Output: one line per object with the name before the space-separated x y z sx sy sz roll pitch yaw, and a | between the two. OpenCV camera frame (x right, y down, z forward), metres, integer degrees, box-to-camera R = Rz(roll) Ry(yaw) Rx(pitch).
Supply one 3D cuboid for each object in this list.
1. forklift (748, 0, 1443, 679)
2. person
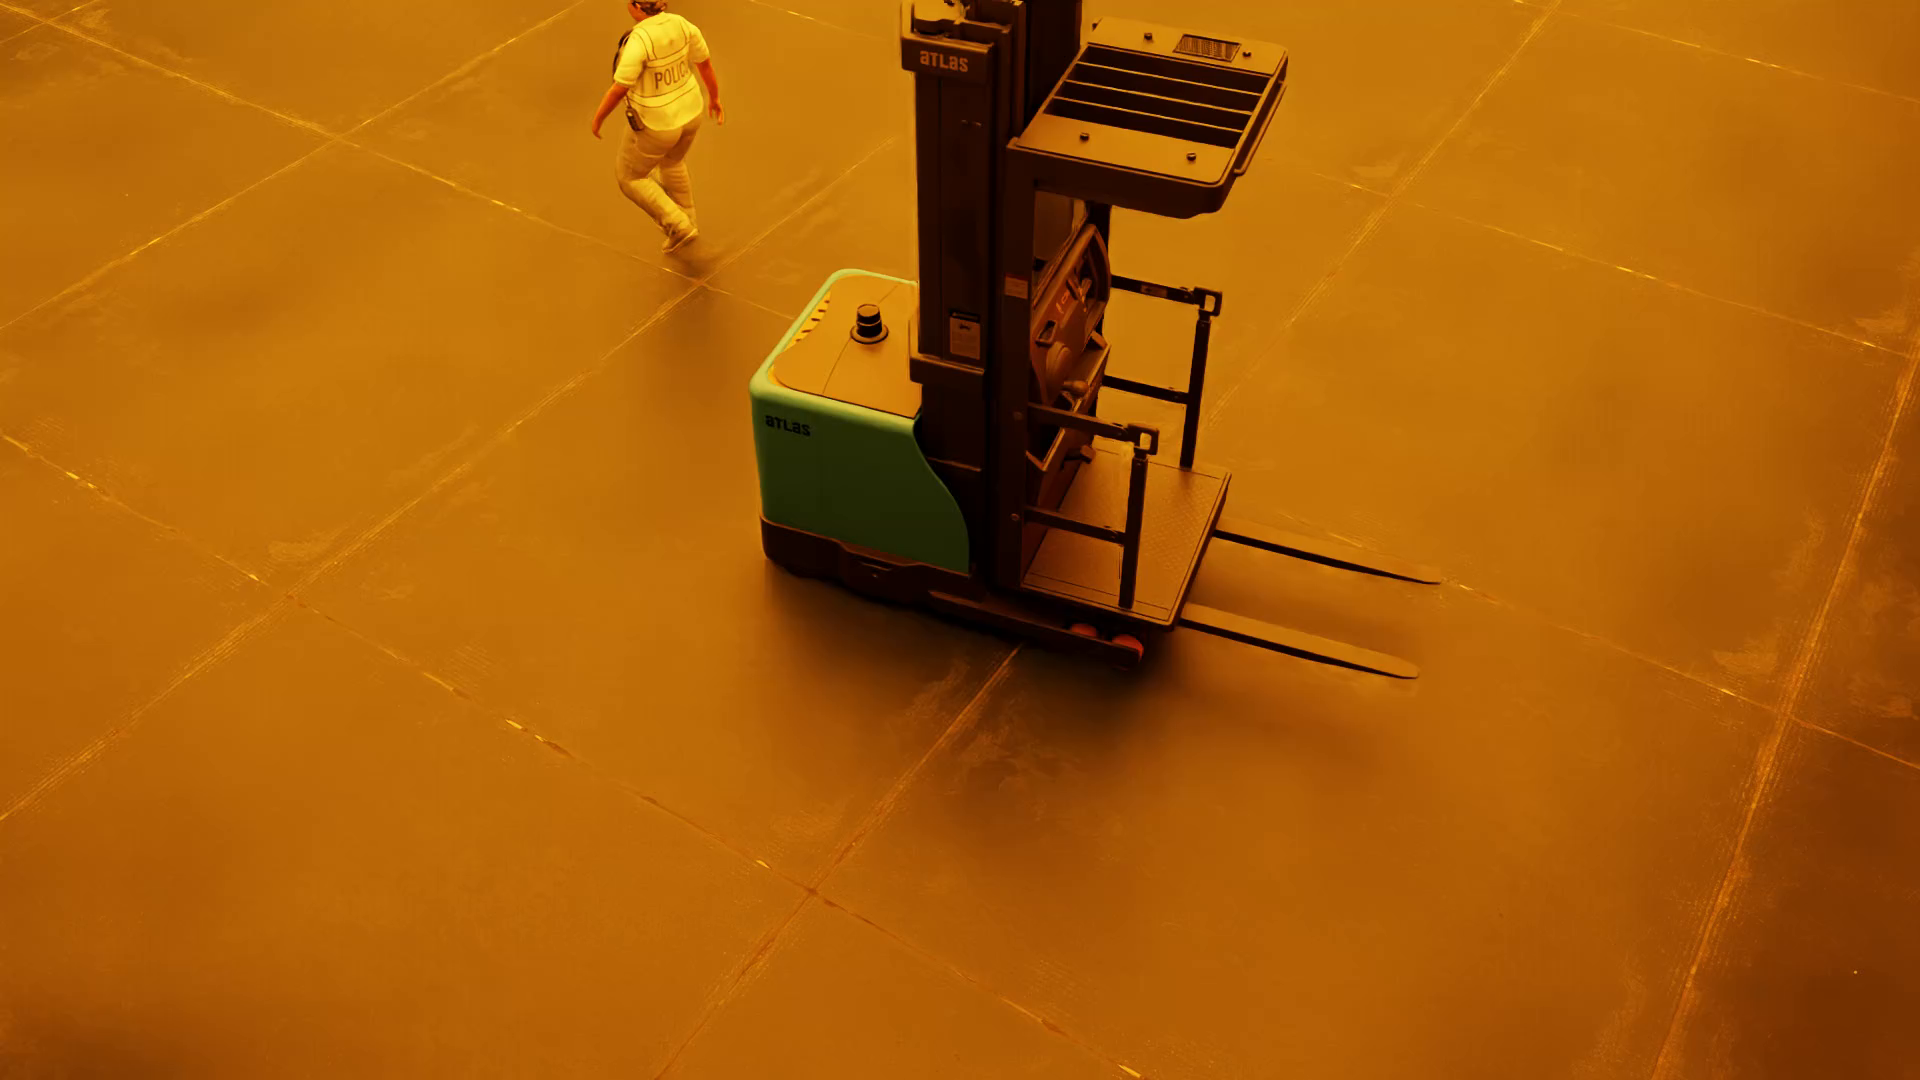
forklift | 0.641 -0.902 6.800 3.031 2.935 1.130 15 45 15
person | -1.645 -2.348 9.266 0.508 1.646 0.689 25 49 24
